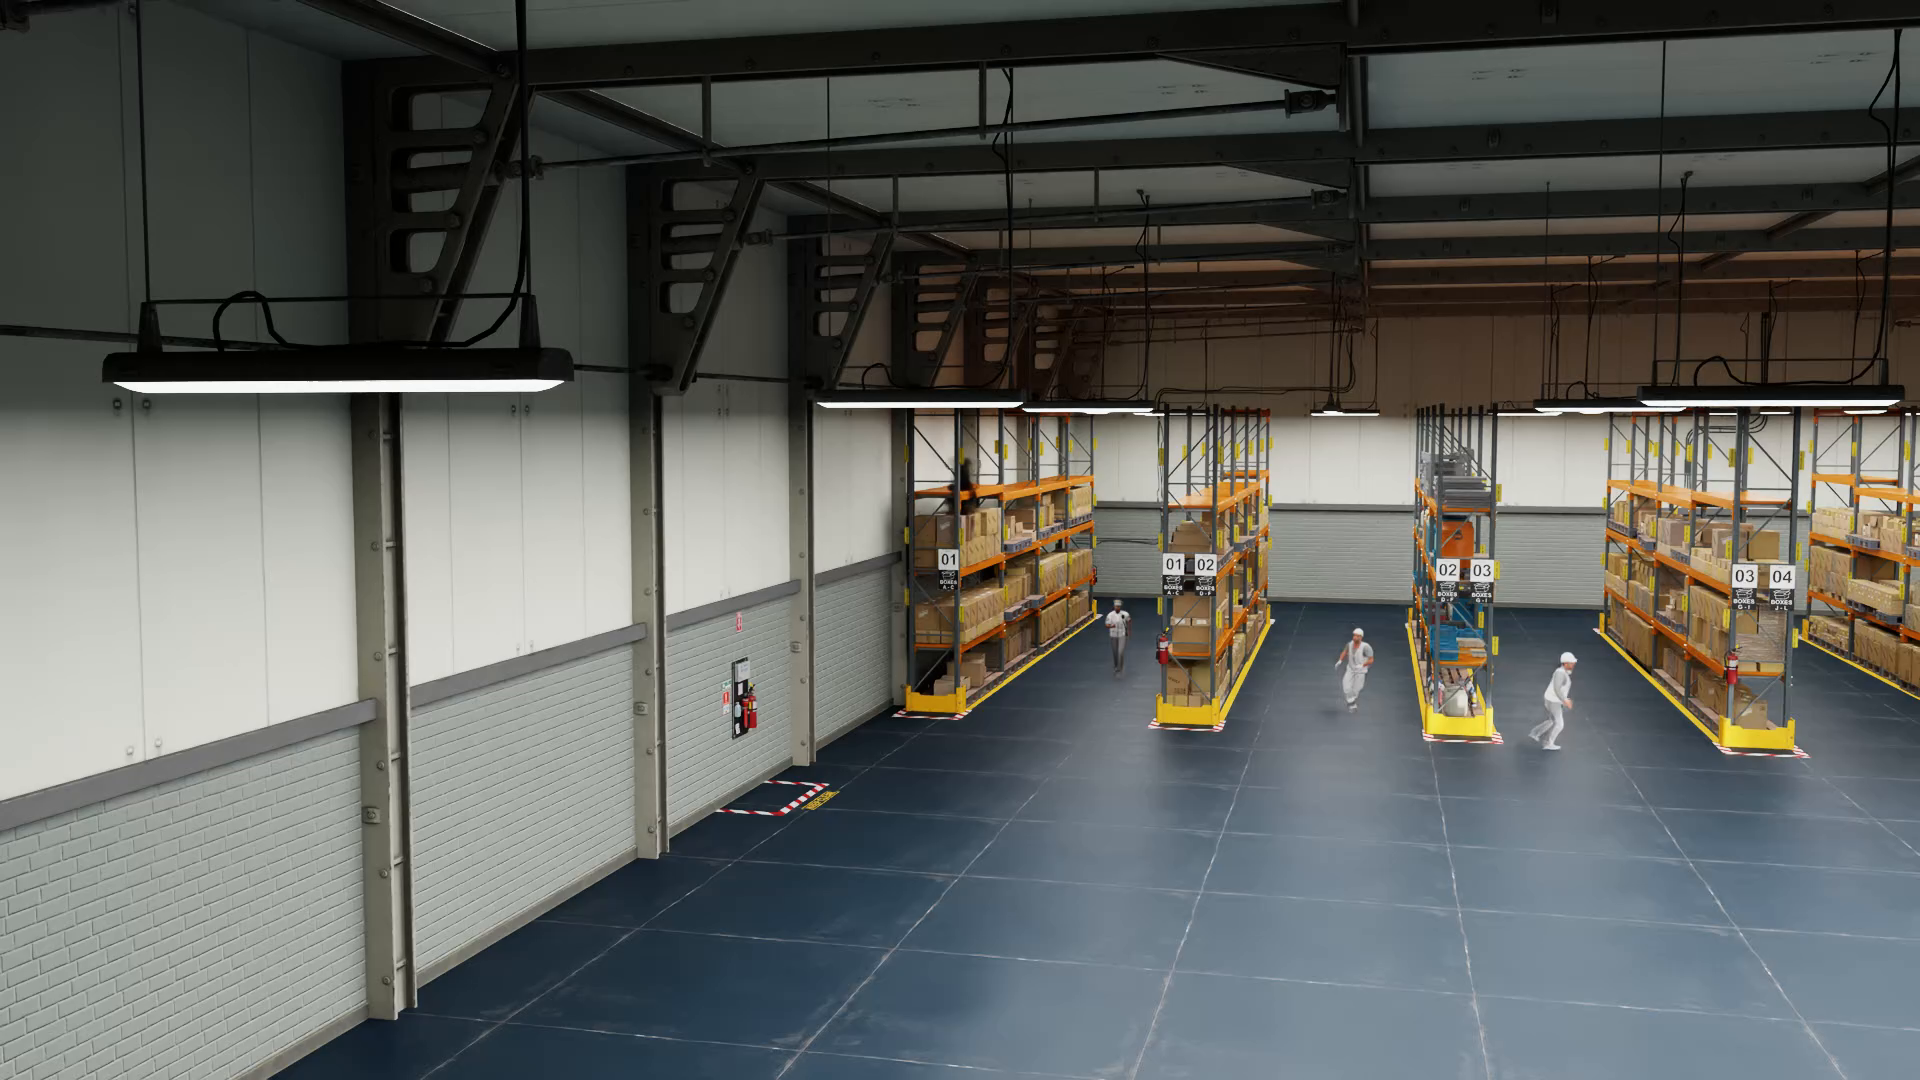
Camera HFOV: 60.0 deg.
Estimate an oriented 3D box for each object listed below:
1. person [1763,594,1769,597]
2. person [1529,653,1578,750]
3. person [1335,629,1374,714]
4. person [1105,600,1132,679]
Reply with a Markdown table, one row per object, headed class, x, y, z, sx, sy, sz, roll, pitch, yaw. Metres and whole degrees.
| class | x | y | z | sx | sy | sz | roll | pitch | yaw |
| --- | --- | --- | --- | --- | --- | --- | --- | --- | --- |
| person | 21.293 | 1.792 | 43.834 | 0.607 | 1.586 | 0.668 | 4 | 5 | 40 |
| person | 10.267 | 2.778 | 28.793 | 0.795 | 1.704 | 0.669 | 2 | 5 | 25 |
| person | 7.694 | 2.546 | 32.349 | 0.773 | 1.694 | 0.581 | 2 | 5 | 29 |
| person | 3.518 | 2.178 | 36.983 | 0.554 | 1.740 | 0.861 | 1 | 4 | 13 |
